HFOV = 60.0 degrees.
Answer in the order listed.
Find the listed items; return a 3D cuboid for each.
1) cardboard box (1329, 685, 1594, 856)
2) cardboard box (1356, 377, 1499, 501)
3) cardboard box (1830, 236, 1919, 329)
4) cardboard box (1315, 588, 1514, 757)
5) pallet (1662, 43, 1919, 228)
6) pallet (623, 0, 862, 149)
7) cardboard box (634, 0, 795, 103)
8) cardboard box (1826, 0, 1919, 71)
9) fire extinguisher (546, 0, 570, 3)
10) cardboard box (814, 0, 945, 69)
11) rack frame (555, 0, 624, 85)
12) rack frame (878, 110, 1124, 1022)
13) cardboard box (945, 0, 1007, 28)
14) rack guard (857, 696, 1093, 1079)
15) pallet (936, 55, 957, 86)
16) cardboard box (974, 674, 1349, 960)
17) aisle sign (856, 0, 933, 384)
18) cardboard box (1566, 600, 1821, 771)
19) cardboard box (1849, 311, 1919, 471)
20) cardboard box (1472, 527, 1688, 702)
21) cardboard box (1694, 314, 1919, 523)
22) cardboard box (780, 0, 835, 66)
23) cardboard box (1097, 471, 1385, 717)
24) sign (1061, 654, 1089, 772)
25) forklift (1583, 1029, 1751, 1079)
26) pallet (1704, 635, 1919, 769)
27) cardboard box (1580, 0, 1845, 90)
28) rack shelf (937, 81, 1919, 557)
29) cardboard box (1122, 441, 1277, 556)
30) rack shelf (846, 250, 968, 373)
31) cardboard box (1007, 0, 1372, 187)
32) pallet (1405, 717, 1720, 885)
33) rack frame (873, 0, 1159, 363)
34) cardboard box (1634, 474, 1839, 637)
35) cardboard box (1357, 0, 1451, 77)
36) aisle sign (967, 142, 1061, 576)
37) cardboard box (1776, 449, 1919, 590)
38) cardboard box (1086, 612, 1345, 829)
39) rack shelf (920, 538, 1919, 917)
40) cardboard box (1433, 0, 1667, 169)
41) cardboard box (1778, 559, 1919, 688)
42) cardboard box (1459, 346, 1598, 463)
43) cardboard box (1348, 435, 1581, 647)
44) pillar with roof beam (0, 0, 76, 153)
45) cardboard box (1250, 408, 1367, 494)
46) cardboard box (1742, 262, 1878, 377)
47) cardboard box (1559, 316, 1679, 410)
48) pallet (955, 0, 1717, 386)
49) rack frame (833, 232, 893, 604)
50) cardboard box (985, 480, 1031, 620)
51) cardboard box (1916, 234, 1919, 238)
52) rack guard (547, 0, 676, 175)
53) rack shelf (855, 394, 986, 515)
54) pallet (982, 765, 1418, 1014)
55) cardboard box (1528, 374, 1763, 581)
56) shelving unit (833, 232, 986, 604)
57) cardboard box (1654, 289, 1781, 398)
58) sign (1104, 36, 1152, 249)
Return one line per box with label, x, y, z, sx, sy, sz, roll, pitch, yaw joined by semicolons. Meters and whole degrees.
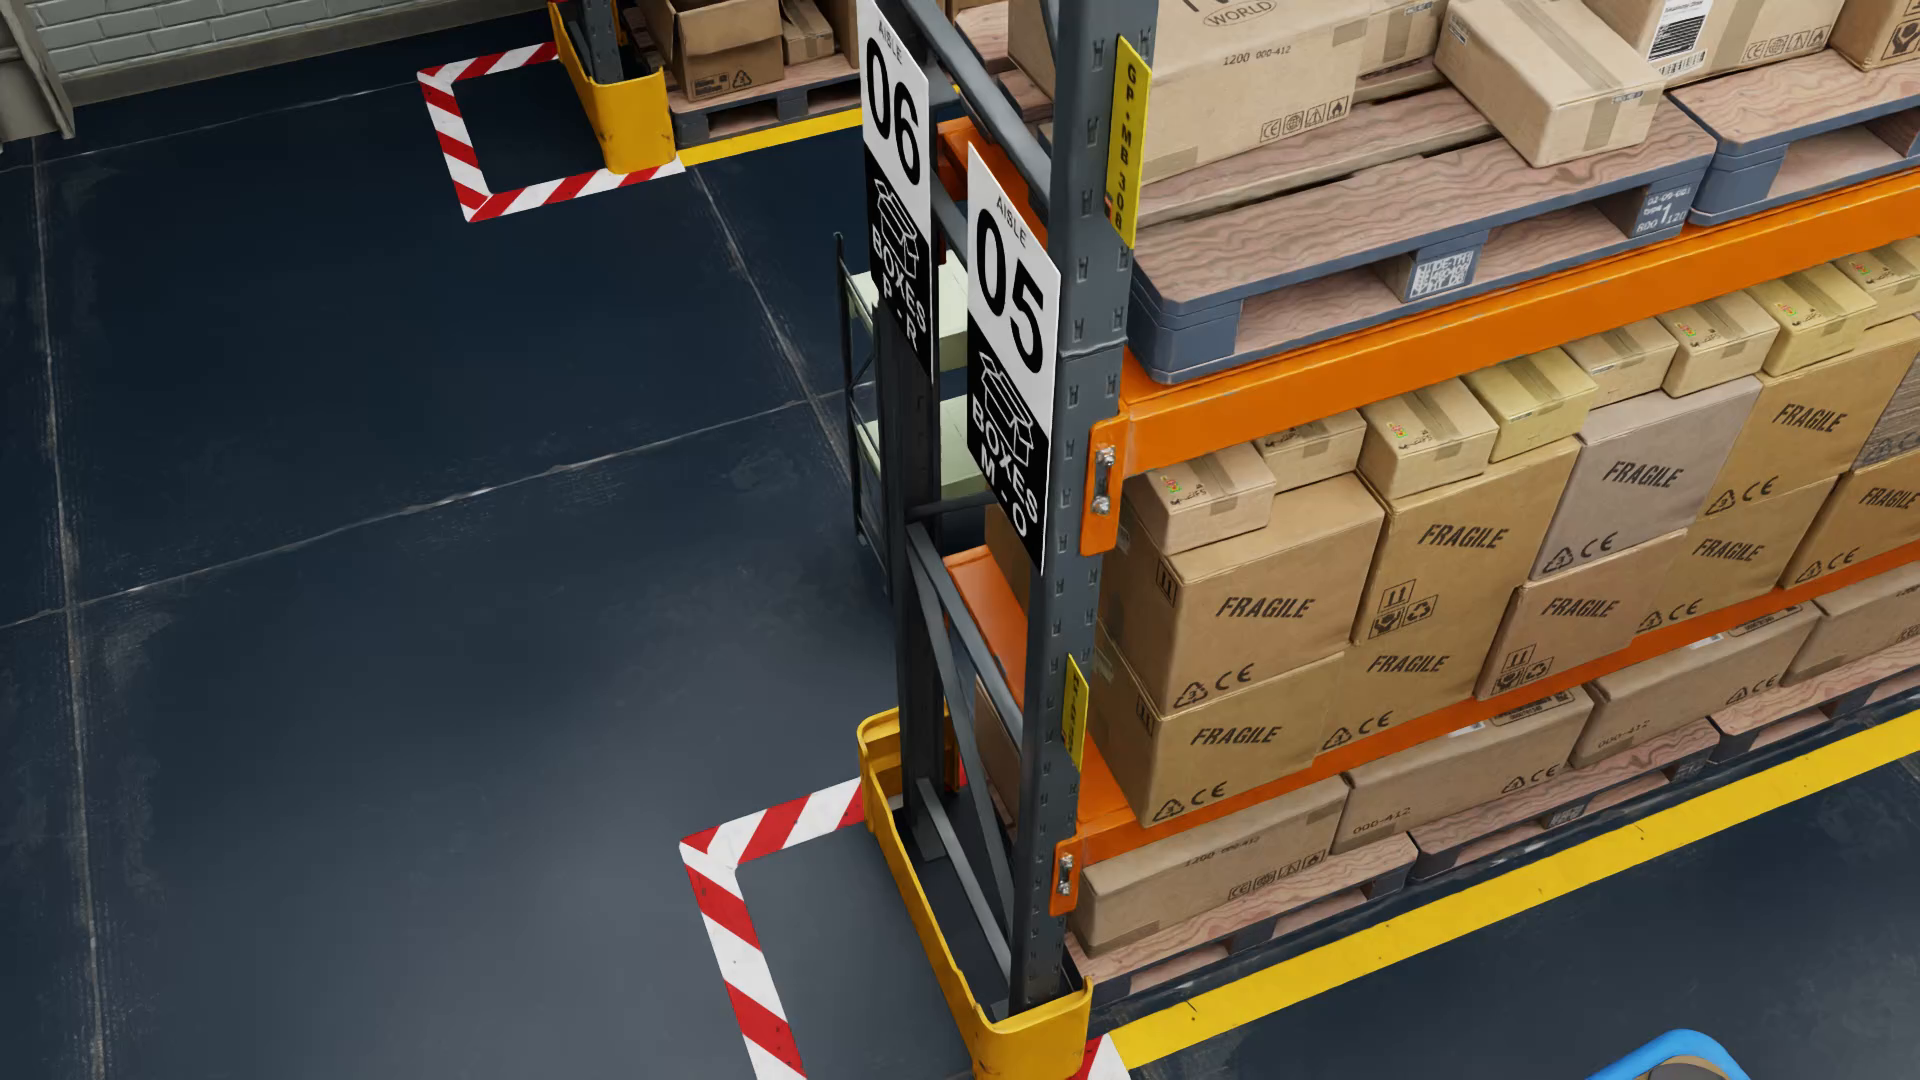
cardboard box;1.465;0.470;5.622;0.875;0.438;0.875;-16;51;-13
cardboard box;0.981;-0.296;3.715;0.250;0.149;0.380;-16;51;-13
cardboard box;2.157;-0.702;4.064;0.250;0.149;0.380;-17;52;-14
cardboard box;1.059;0.167;4.404;0.500;0.500;0.500;-18;52;-15
pallet;1.862;-1.221;3.744;1.213;0.211;1.003;-17;52;-14
pallet;-1.024;-2.528;8.622;1.213;0.211;1.003;-17;52;-14
cardboard box;-1.230;-2.617;8.230;0.637;0.503;0.797;-19;52;-16
cardboard box;1.971;-1.352;3.389;0.500;0.500;0.500;-16;51;-14
fire extinguisher;-1.794;-2.671;7.205;0.183;0.674;0.296;-17;52;-14
cardboard box;-0.424;-2.834;8.418;0.500;0.500;0.700;-15;51;-13
rack frame;-1.832;-3.185;7.349;0.127;3.000;1.000;-17;52;-14
rack frame;0.048;0.300;4.356;0.127;3.000;1.000;-17;52;-14
cardboard box;0.103;-2.916;8.488;0.500;0.500;0.500;-16;51;-14
rack guard;0.026;1.121;5.298;0.348;0.500;1.175;-17;52;-14
pallet;0.103;-2.875;8.920;1.213;0.211;1.003;-17;52;-14
cardboard box;0.621;0.738;5.391;0.875;0.438;0.875;-19;52;-15
aisle sign;-0.136;-0.744;3.539;0.004;0.787;0.394;-17;52;-14
cardboard box;2.301;0.213;5.843;0.875;0.438;0.875;-19;52;-15
cardboard box;2.478;-0.584;4.390;0.500;0.500;0.500;-17;51;-14
cardboard box;1.536;0.033;4.519;0.500;0.500;0.500;-17;52;-14
cardboard box;2.011;-0.446;4.271;0.500;0.500;0.500;-17;51;-14
cardboard box;-0.822;-2.596;8.446;0.250;0.149;0.380;-19;52;-16
cardboard box;0.600;0.004;3.885;0.500;0.500;0.500;-18;52;-15
sign;0.252;0.384;3.661;0.005;0.325;0.100;-17;52;-14
forklift;2.093;2.108;2.848;1.130;2.935;3.031;-21;53;-17
pallet;3.017;0.224;6.259;1.213;0.211;1.003;-17;52;-14
cardboard box;1.453;-1.212;3.393;0.500;0.311;0.500;-16;51;-14
rack shelf;1.899;-1.017;3.983;4.000;0.370;1.077;-17;52;-14
cardboard box;0.481;-0.177;3.613;0.250;0.149;0.380;-16;51;-13
rack shelf;0.006;-0.745;5.727;0.720;0.370;0.431;-17;52;-14
cardboard box;0.430;-0.990;3.243;0.500;0.250;0.500;-22;53;-18
pallet;1.886;0.577;5.956;1.213;0.211;1.003;-17;52;-14
rack frame;0.048;-1.654;2.080;0.127;3.000;1.000;-17;52;-14
cardboard box;1.994;-0.122;4.652;0.500;0.500;0.500;-16;51;-13
cardboard box;0.788;-1.134;3.433;0.250;0.149;0.380;-21;52;-17
aisle sign;0.091;-0.323;3.177;0.004;0.787;0.394;-17;52;-14
cardboard box;2.484;-0.261;4.772;0.500;0.500;0.500;-18;52;-15
cardboard box;0.601;0.331;4.263;0.500;0.500;0.500;-18;52;-15
rack shelf;1.899;-0.039;5.121;4.000;0.370;1.077;-17;52;-14
cardboard box;1.142;-0.915;3.245;0.250;0.149;0.380;-16;51;-13
cardboard box;3.129;-0.045;6.064;0.875;0.438;0.875;-18;52;-15
cardboard box;1.218;-0.384;3.791;0.250;0.149;0.380;-19;52;-15
cardboard box;1.076;-0.149;4.017;0.500;0.500;0.500;-18;52;-15
pillar with roof beam;-3.041;-1.976;2.356;0.400;9.000;9.100;-17;52;-14
cardboard box;0.697;-0.302;3.720;0.250;0.149;0.380;-16;51;-13
cardboard box;1.933;-0.592;3.970;0.250;0.149;0.380;-18;52;-15
cardboard box;1.441;-0.497;3.888;0.250;0.149;0.380;-17;51;-14
pallet;0.731;-0.868;3.441;1.213;0.211;1.003;-17;52;-14
rack frame;-0.333;-0.386;5.933;0.023;1.500;0.400;-17;52;-14
cardboard box;0.394;-0.057;4.596;0.500;0.500;0.500;-17;51;-14
cardboard box;2.379;-0.783;4.133;0.250;0.149;0.380;-18;52;-15
rack guard;-1.762;-2.392;8.316;0.348;0.500;1.175;-17;52;-14
rack shelf;0.006;-0.278;6.271;0.720;0.370;0.431;-17;52;-14
pallet;0.759;0.924;5.658;1.213;0.211;1.003;-17;52;-14
cardboard box;1.549;-0.302;4.148;0.500;0.500;0.500;-18;52;-15
shelving unit;0.006;-0.491;6.023;0.755;1.500;0.431;-17;52;-14
cardboard box;1.688;-0.539;3.924;0.250;0.149;0.380;-17;51;-14
sign;0.252;-0.596;2.520;0.005;0.325;0.100;-17;52;-14
